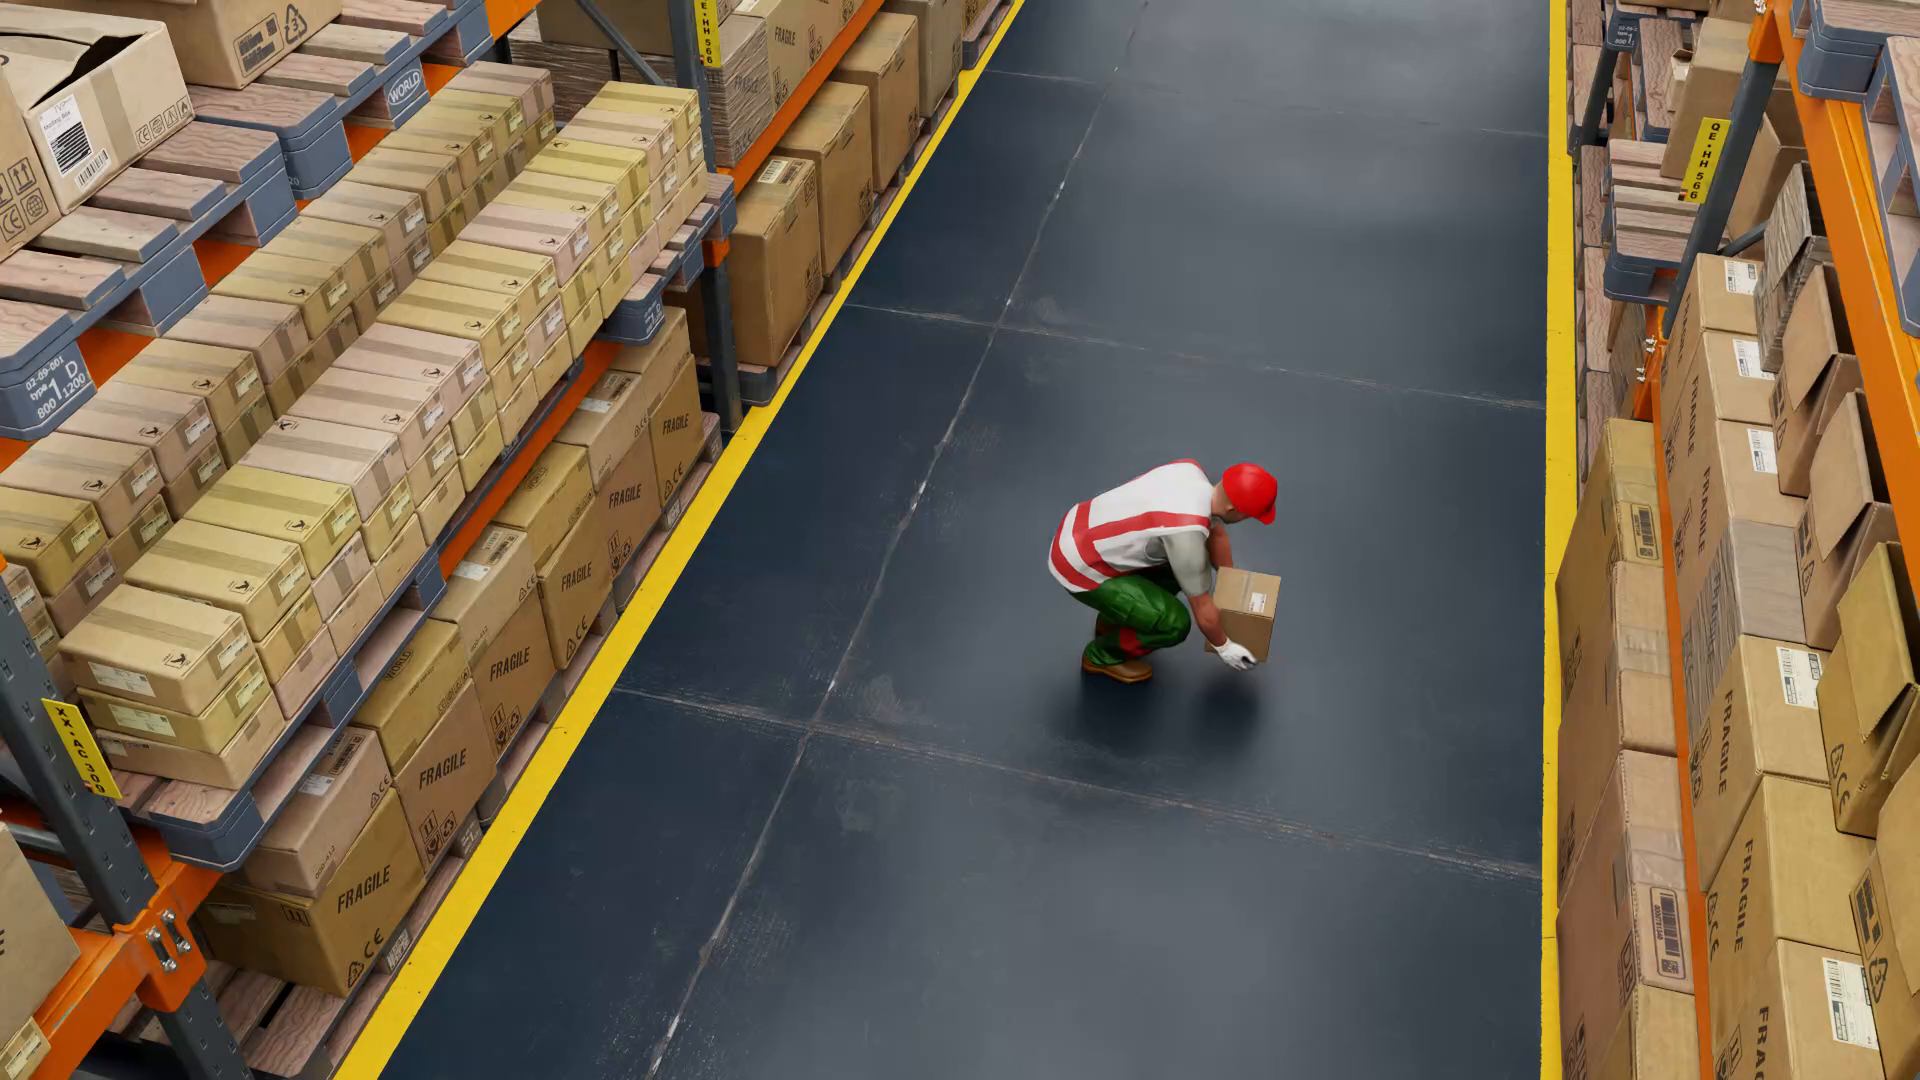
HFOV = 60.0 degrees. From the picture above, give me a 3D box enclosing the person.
[{"bbox_3d":[0.804,0.082,6.642,0.881,1.015,0.572,10,42,11],"label":"person"}]
